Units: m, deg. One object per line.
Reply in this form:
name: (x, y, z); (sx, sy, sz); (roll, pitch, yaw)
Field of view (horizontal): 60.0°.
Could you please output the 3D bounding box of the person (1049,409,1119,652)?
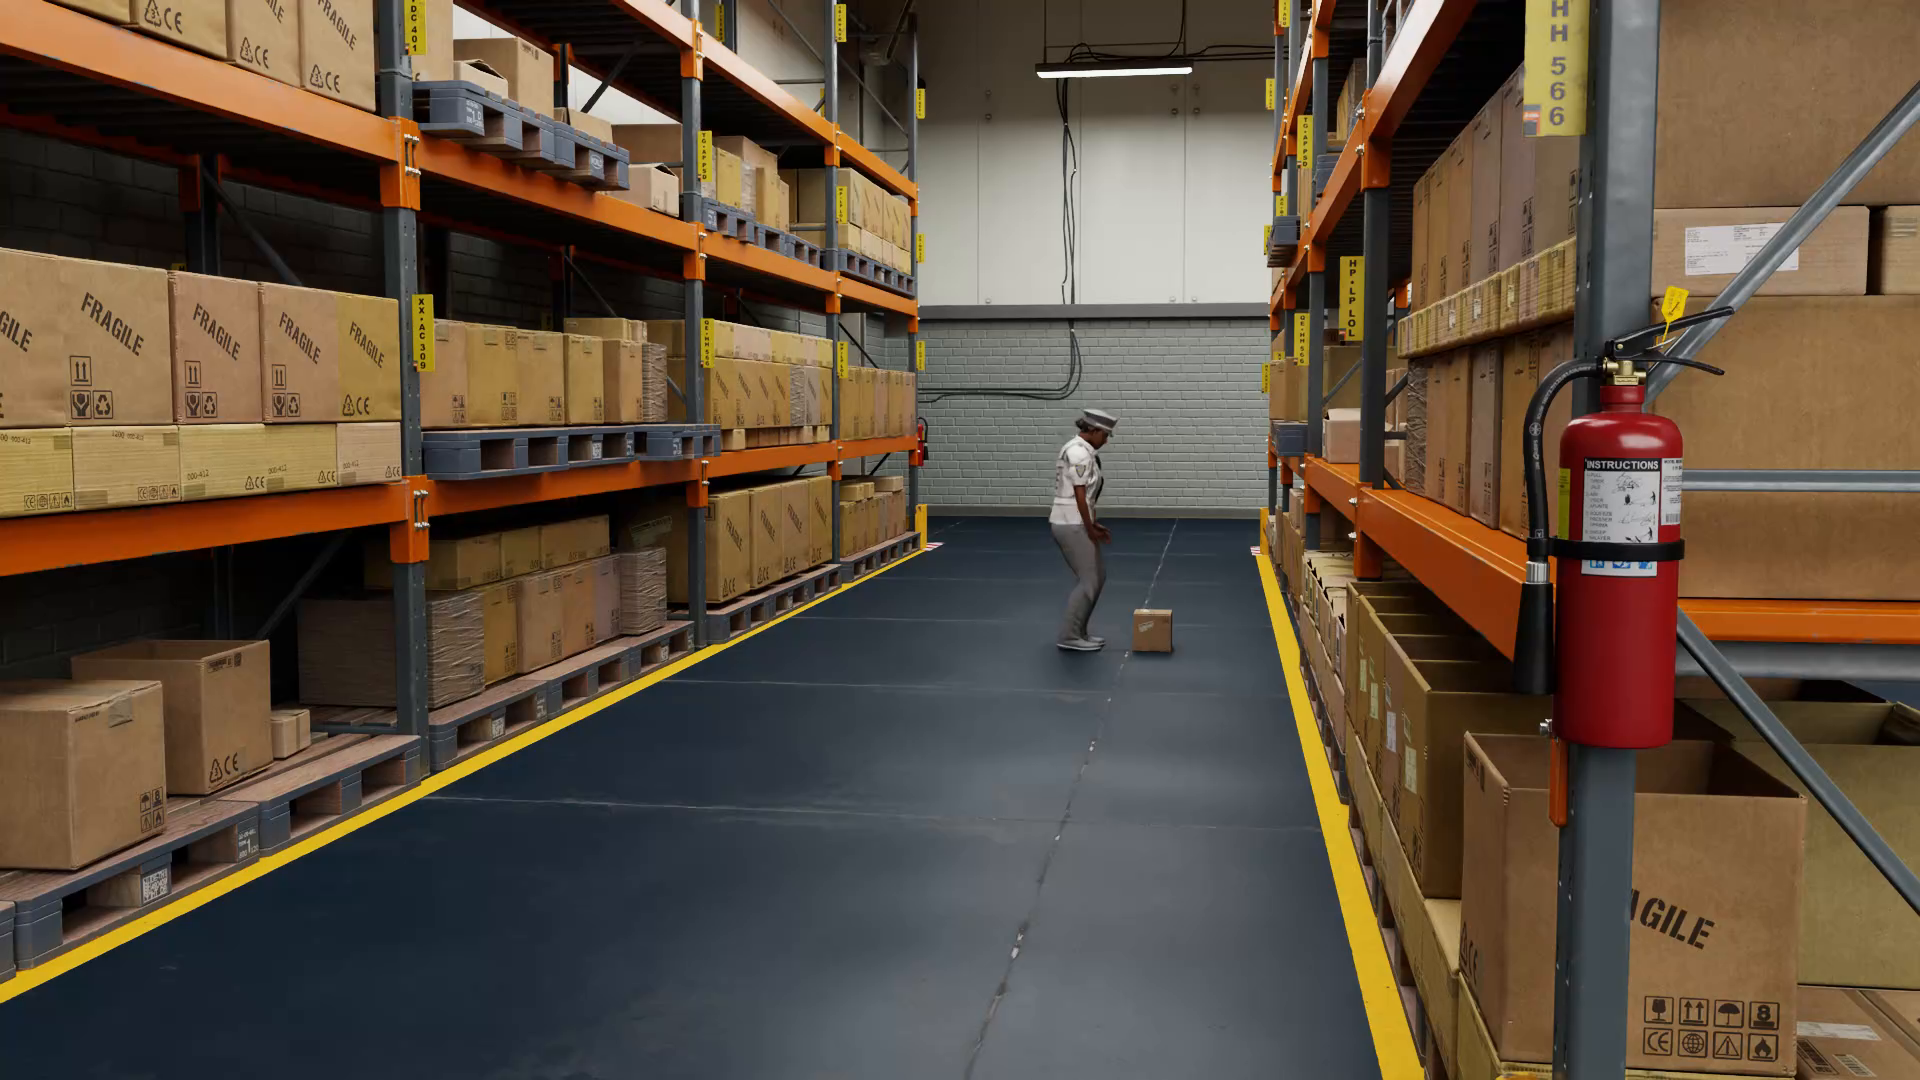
person: (0.833, -0.073, 11.195); (0.460, 1.615, 0.461); (1, 5, 10)
